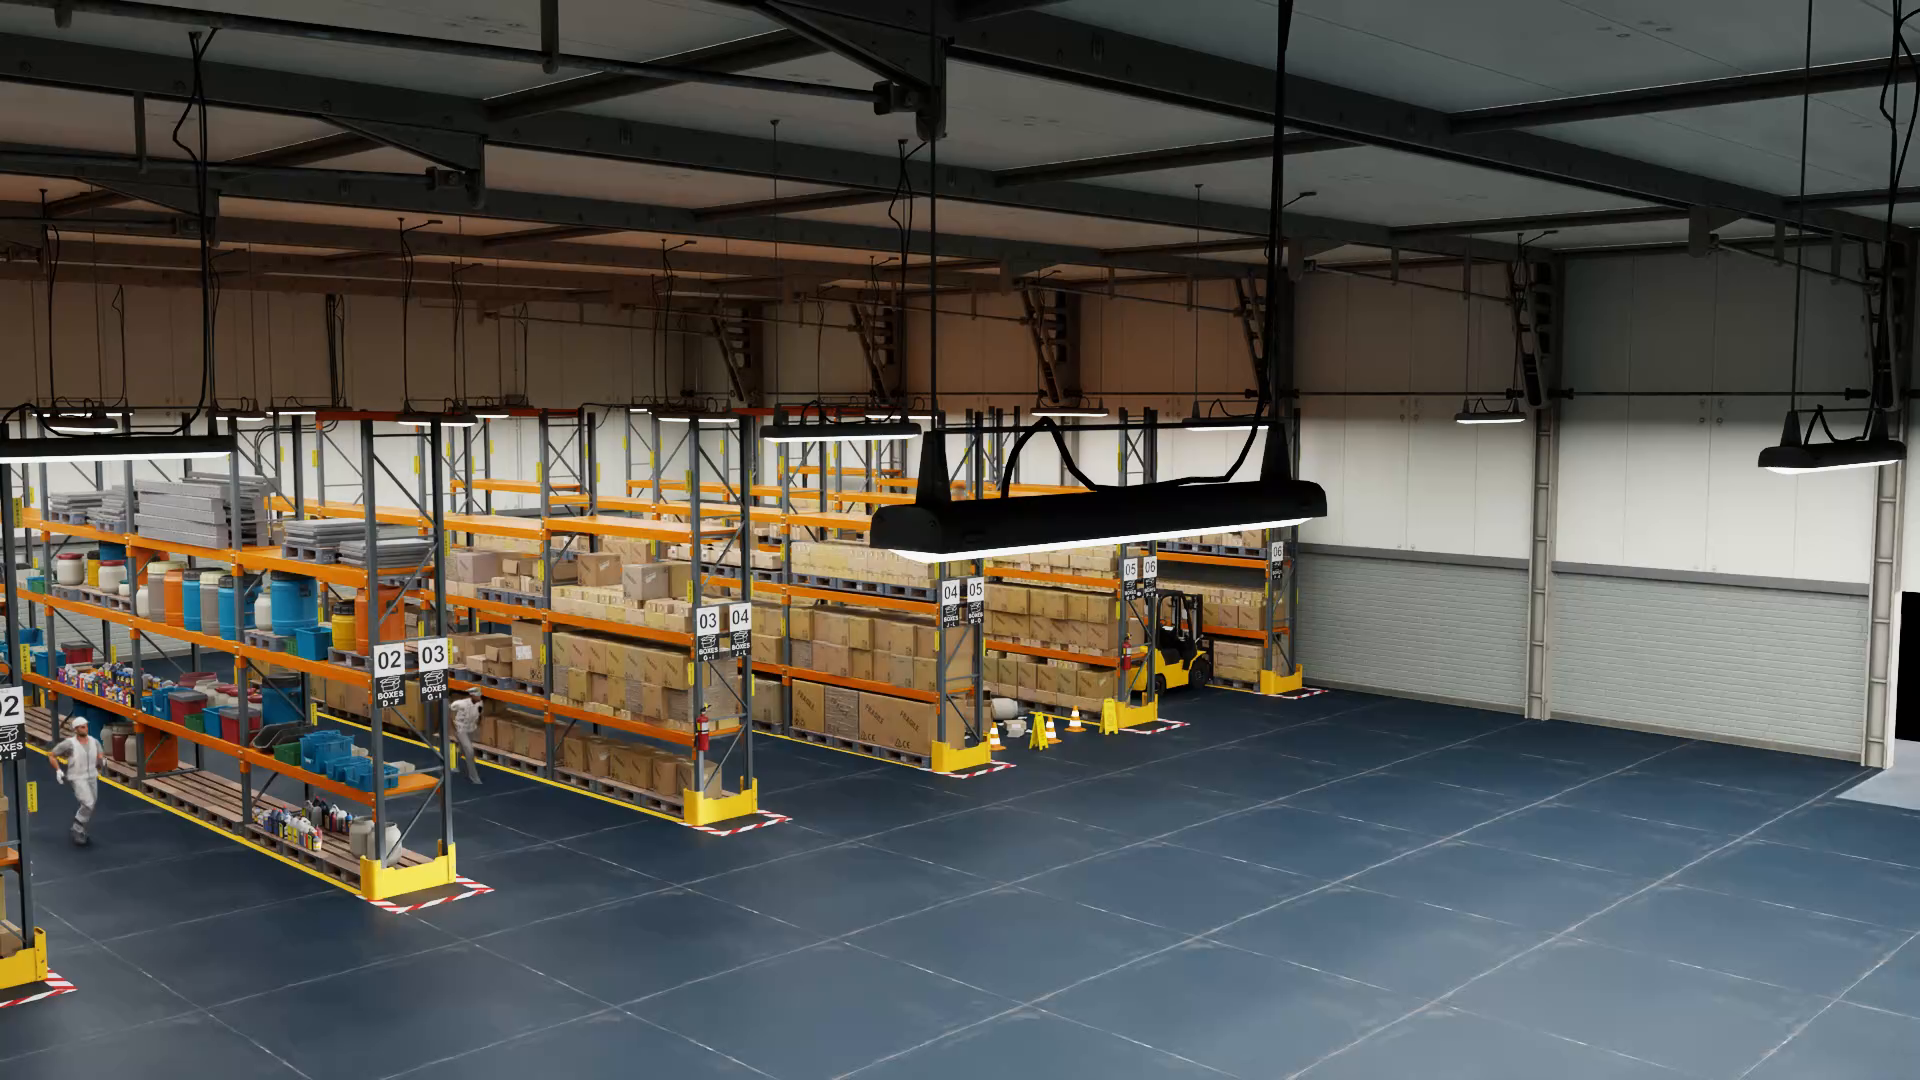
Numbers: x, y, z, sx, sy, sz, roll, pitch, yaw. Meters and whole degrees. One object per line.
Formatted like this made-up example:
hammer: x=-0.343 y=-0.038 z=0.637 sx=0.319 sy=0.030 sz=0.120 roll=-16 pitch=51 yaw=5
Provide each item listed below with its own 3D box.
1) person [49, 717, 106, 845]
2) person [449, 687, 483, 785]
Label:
person: x=-12.286 y=3.374 z=23.316 sx=0.698 sy=1.782 sz=0.650 roll=3 pitch=6 yaw=27
person: x=-8.128 y=3.165 z=27.138 sx=0.980 sy=1.635 sz=0.621 roll=4 pitch=7 yaw=41
